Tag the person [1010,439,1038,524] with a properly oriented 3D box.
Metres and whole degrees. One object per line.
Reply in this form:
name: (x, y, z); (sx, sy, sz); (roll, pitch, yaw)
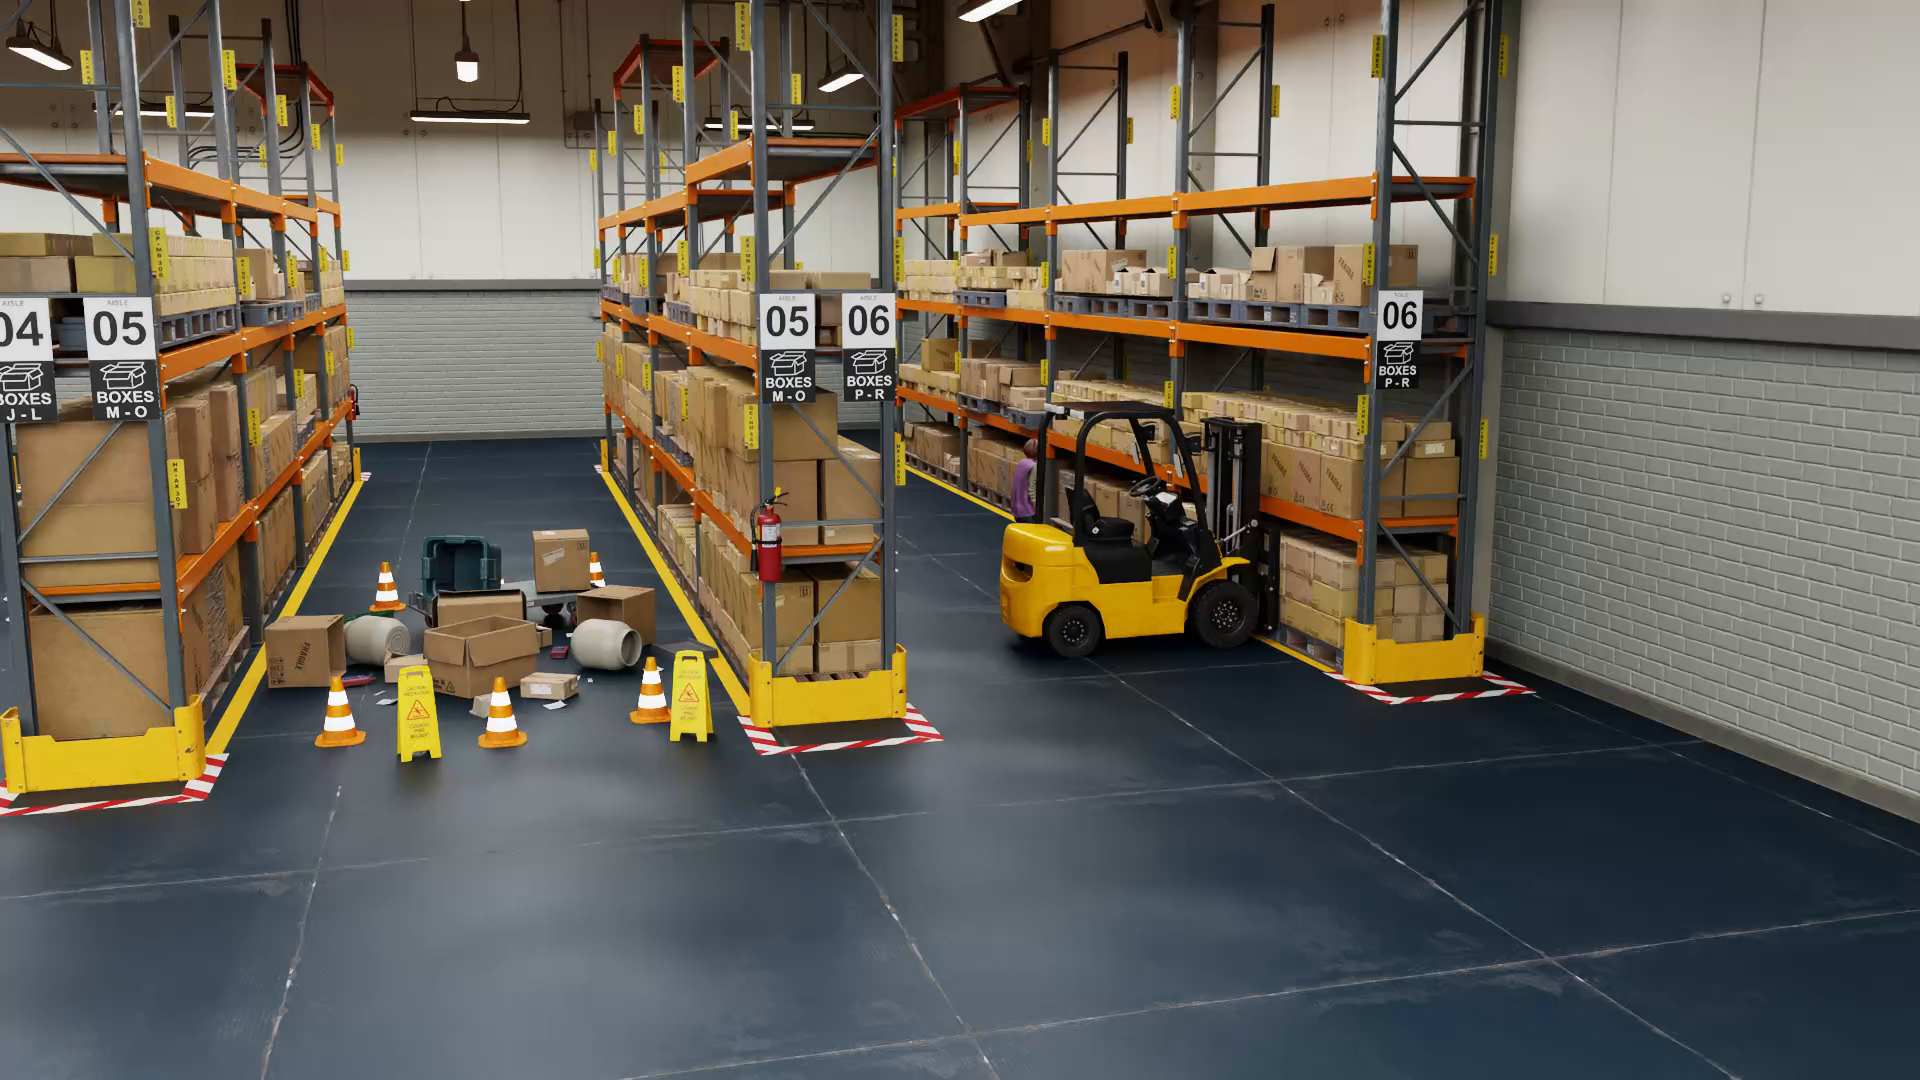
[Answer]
person: (0.724, -0.267, 17.520); (0.351, 1.592, 0.483); (-3, 10, -19)
